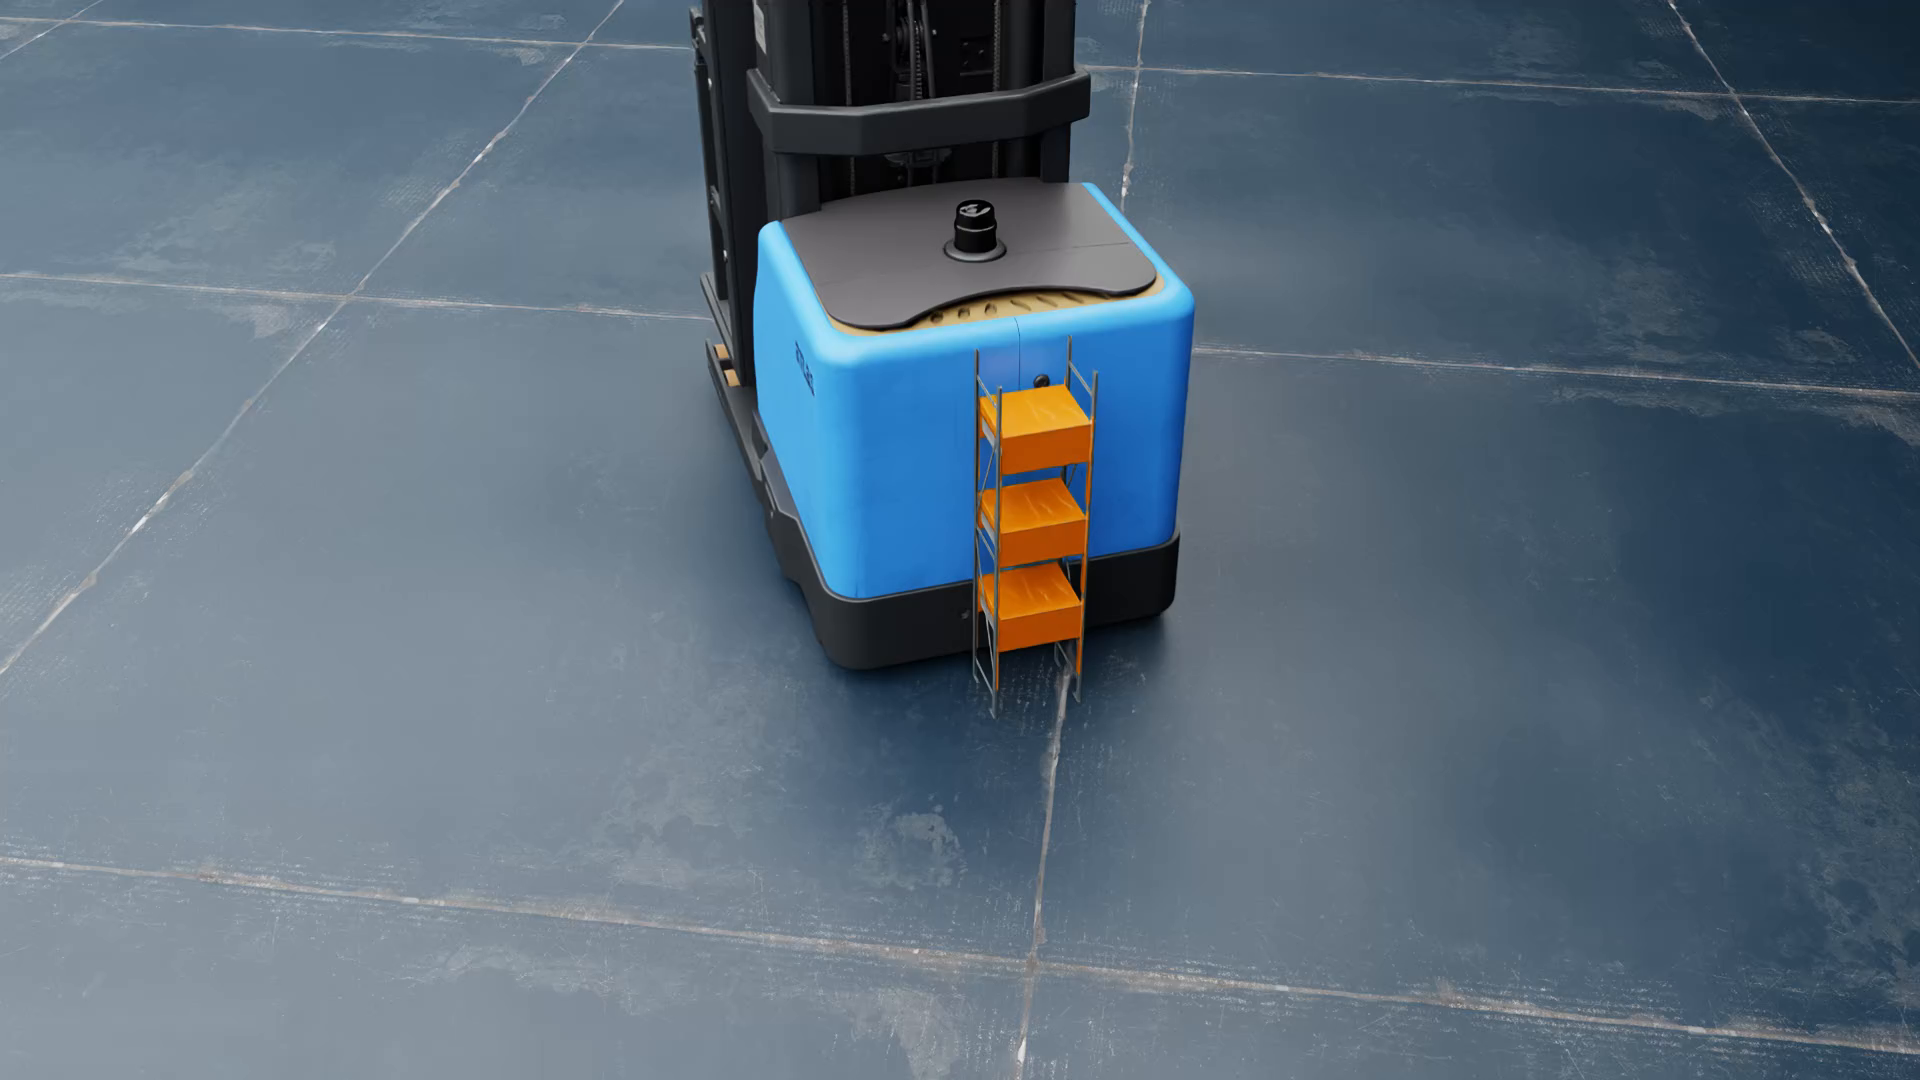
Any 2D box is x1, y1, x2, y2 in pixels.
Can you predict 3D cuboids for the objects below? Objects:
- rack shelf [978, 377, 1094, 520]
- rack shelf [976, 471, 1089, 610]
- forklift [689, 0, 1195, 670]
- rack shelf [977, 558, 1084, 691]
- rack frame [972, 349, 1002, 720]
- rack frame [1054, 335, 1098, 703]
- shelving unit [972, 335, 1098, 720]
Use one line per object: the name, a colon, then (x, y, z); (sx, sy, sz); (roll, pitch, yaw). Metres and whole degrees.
rack shelf: (0.185, -0.232, 4.202); (0.240, 0.259, 0.215); (-10, 37, -14)
rack shelf: (0.185, -0.001, 4.366); (0.240, 0.259, 0.215); (-10, 37, -14)
forklift: (-0.282, -1.688, 5.092); (1.130, 2.935, 3.031); (-10, 37, -14)
rack shelf: (0.185, 0.225, 4.528); (0.240, 0.259, 0.215); (-10, 37, -14)
rack frame: (0.068, 0.010, 4.332); (0.008, 1.050, 0.200); (-10, 37, -14)
rack frame: (0.302, -0.030, 4.389); (0.008, 1.050, 0.200); (-10, 37, -14)
shelving unit: (0.185, -0.010, 4.360); (0.252, 1.050, 0.215); (-10, 37, -14)
